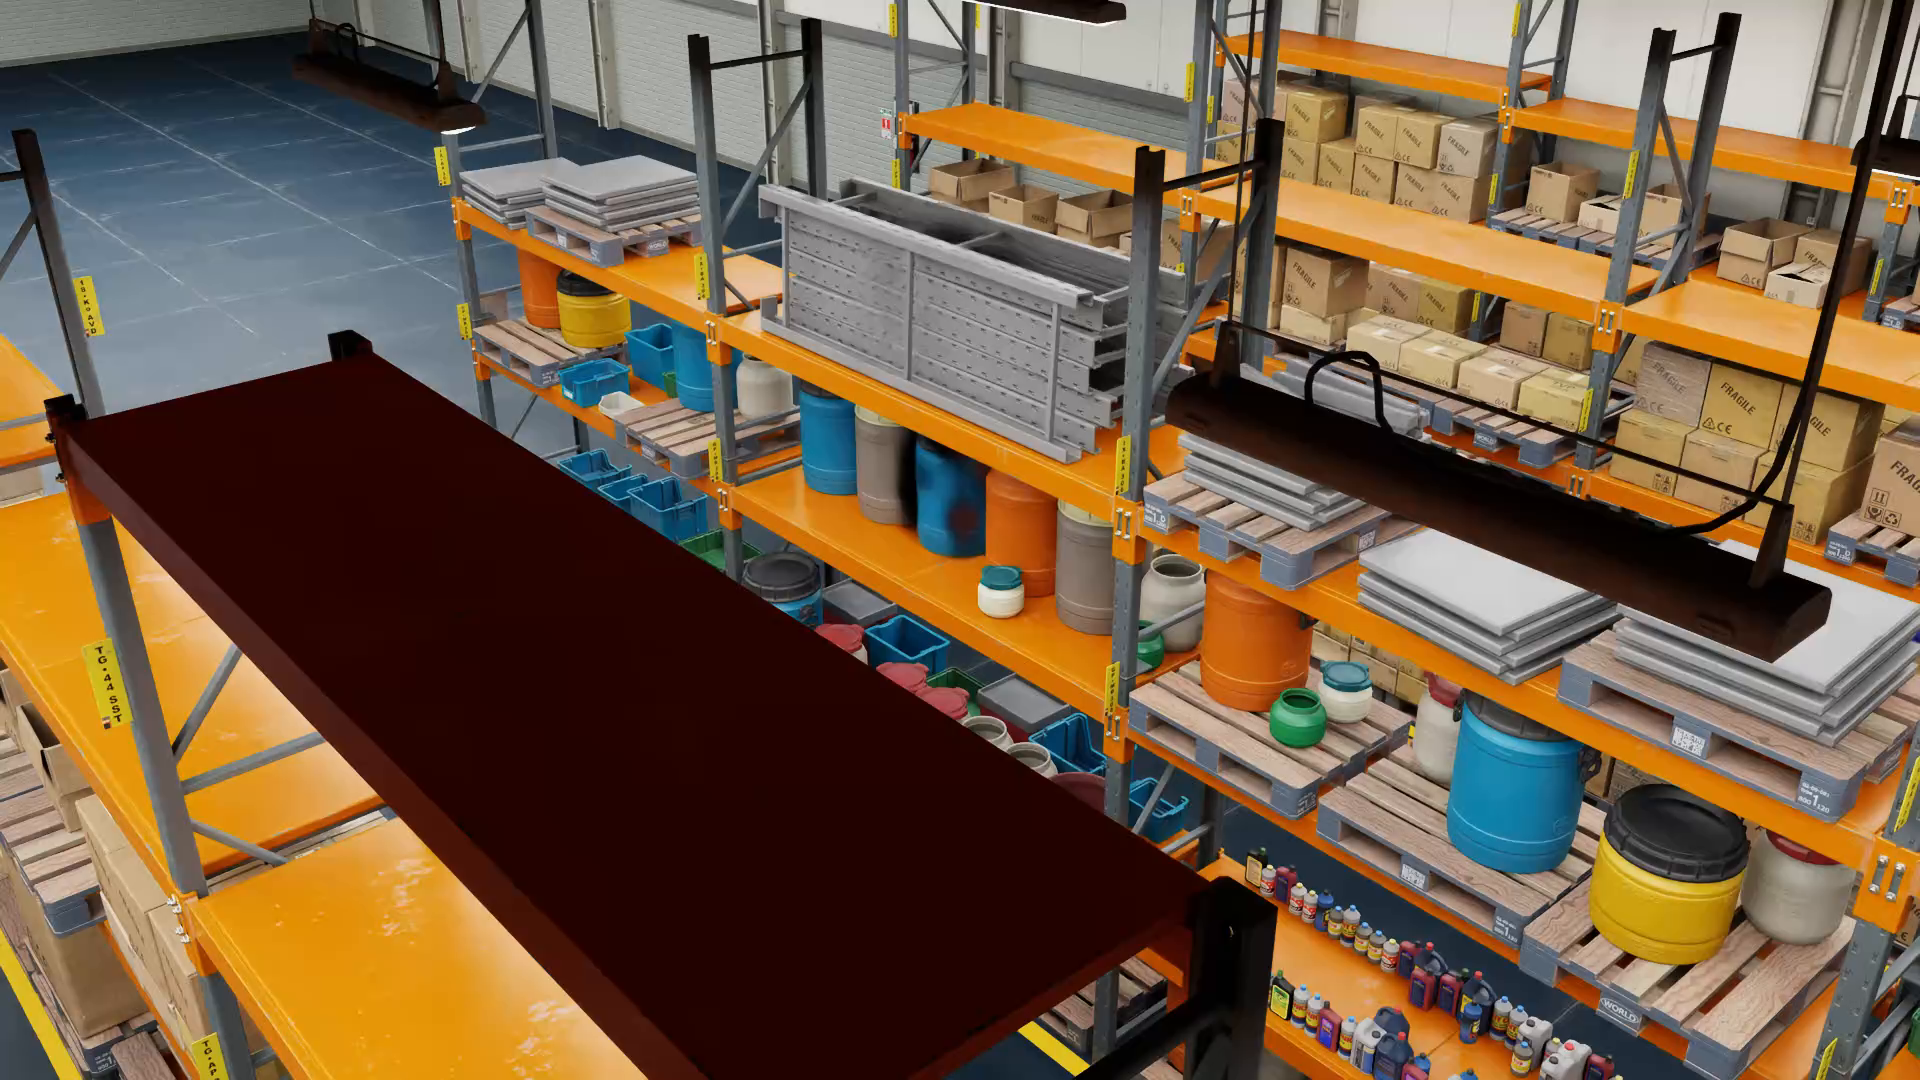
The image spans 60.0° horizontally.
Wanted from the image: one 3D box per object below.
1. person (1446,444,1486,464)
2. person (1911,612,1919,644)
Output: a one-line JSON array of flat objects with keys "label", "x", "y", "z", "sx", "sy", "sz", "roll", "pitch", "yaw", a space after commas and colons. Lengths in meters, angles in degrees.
[{"label": "person", "x": 5.354, "y": -0.814, "z": 17.274, "sx": 0.750, "sy": 1.740, "sz": 0.666, "roll": 11, "pitch": 29, "yaw": 21}, {"label": "person", "x": 7.634, "y": 1.150, "z": 13.515, "sx": 0.583, "sy": 1.690, "sz": 0.720, "roll": -24, "pitch": 35, "yaw": -38}]
